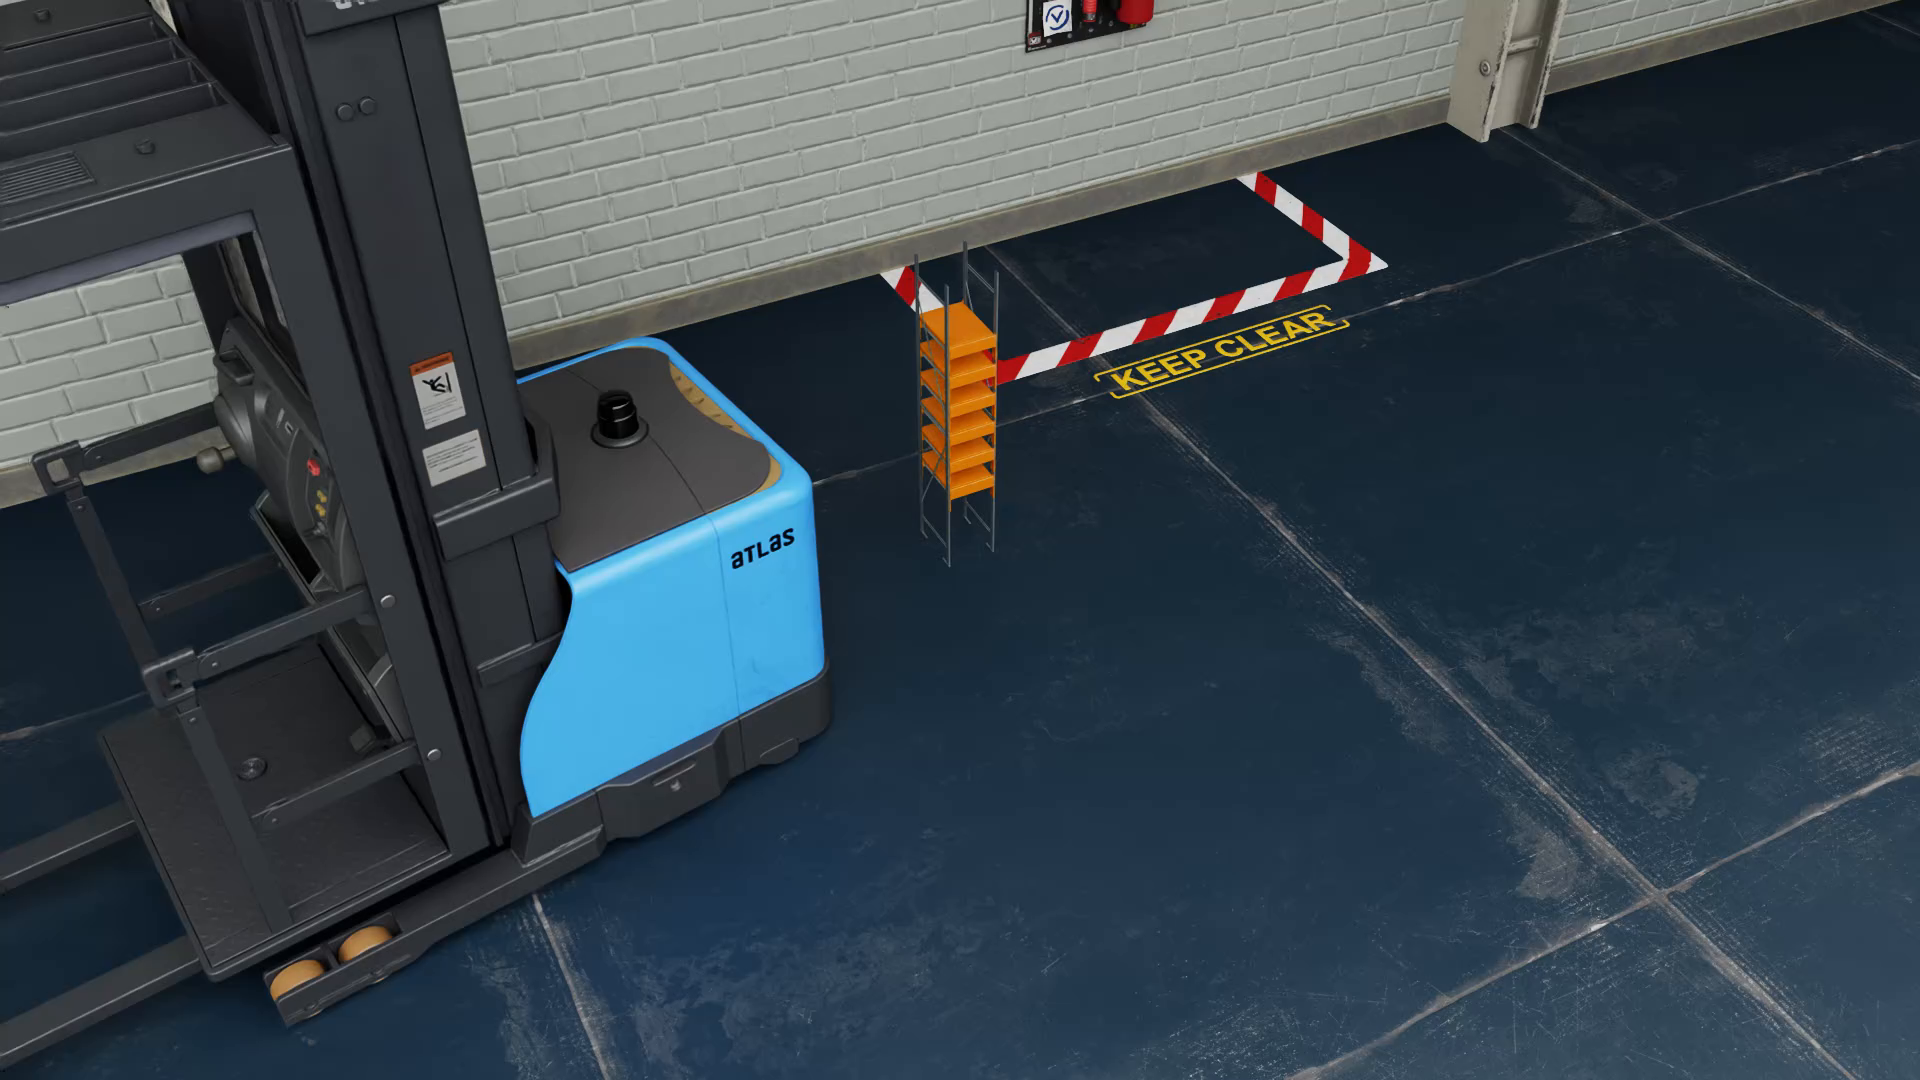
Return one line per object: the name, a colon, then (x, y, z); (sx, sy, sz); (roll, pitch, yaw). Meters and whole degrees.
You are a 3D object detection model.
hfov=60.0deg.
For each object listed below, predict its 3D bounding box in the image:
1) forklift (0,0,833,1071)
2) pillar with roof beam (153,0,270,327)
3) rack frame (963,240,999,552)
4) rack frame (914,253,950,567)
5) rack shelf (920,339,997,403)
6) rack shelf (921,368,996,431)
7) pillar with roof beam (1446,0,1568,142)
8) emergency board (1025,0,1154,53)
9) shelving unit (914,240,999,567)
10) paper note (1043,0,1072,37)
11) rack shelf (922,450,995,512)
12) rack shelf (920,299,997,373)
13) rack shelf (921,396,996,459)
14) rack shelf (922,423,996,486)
forklift: (-1.904, -0.167, 4.179); (3.031, 2.935, 1.130); (-25, 46, -27)
pillar with roof beam: (-0.502, -1.405, 0.945); (0.400, 9.000, 9.100); (-19, 44, -21)
rack frame: (0.068, -0.481, 5.890); (0.006, 1.200, 0.240); (-19, 44, -21)
rack frame: (-0.094, -0.426, 5.825); (0.006, 1.200, 0.240); (-19, 44, -21)
rack shelf: (-0.013, -0.603, 5.731); (0.180, 0.103, 0.258); (-19, 44, -21)
rack shelf: (-0.013, -0.511, 5.808); (0.180, 0.103, 0.258); (-19, 44, -21)
pillar with roof beam: (4.819, -3.196, 3.061); (0.400, 9.000, 9.100); (-19, 44, -21)
emergency board: (0.621, -2.658, 7.068); (0.643, 1.169, 0.194); (-19, 44, -21)
shelving unit: (-0.013, -0.454, 5.857); (0.189, 1.200, 0.258); (-19, 44, -21)
paper note: (0.432, -2.308, 7.337); (0.142, 0.148, 0.016); (-19, 44, -21)
rack shelf: (-0.013, -0.237, 6.041); (0.180, 0.103, 0.258); (-19, 44, -21)
rack shelf: (-0.013, -0.694, 5.653); (0.180, 0.103, 0.258); (-19, 44, -21)
rack shelf: (-0.013, -0.420, 5.886); (0.180, 0.103, 0.258); (-19, 44, -21)
rack shelf: (-0.013, -0.328, 5.963); (0.180, 0.103, 0.258); (-19, 44, -21)
